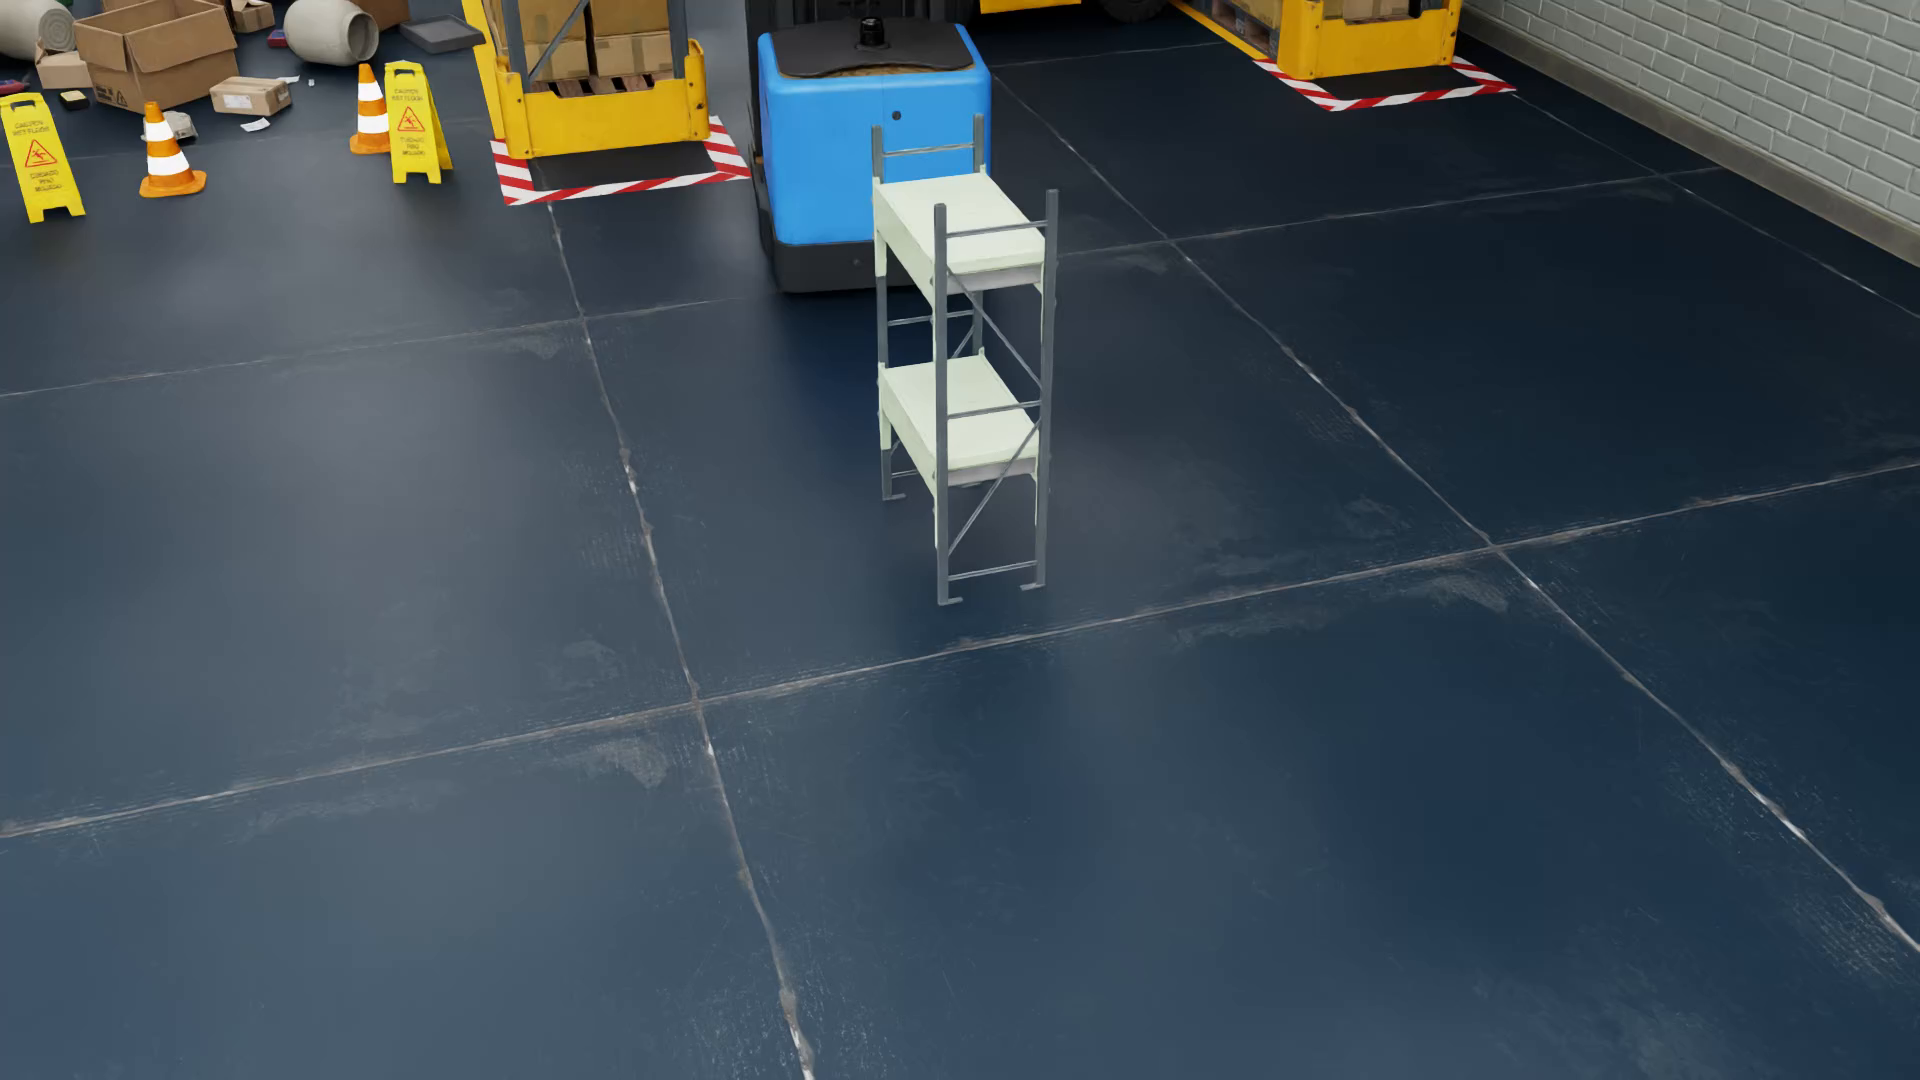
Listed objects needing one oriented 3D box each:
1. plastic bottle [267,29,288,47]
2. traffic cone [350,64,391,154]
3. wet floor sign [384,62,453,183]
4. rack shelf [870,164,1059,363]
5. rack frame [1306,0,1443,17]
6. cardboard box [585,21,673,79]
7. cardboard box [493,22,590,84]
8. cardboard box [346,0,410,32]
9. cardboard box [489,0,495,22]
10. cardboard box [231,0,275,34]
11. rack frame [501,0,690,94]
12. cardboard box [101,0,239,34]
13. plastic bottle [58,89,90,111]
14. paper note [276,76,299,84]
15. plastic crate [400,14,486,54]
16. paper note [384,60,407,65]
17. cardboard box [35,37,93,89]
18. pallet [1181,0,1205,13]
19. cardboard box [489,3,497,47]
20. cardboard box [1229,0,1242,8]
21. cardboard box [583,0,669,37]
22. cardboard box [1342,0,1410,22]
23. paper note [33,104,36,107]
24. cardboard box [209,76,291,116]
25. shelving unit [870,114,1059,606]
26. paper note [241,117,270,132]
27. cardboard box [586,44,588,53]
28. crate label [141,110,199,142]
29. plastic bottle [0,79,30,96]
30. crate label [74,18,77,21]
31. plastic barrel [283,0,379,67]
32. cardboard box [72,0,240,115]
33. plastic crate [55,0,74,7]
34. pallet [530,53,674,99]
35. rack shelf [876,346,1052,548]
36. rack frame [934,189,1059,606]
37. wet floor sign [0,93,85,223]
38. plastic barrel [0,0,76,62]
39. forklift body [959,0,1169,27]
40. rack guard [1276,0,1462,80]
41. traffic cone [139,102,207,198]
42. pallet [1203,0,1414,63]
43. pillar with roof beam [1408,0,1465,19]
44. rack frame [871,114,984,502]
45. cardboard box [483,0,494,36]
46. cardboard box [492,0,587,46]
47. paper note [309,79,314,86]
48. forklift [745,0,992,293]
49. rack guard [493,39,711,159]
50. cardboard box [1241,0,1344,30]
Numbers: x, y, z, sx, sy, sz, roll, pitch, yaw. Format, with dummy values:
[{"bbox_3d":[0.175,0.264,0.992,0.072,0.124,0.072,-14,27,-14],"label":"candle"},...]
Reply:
[{"bbox_3d":[-4.665,-3.460,11.431,0.133,0.061,0.283,-4,34,-6],"label":"plastic bottle"},{"bbox_3d":[-3.412,-2.529,9.658,0.336,0.463,0.334,-10,35,-15],"label":"traffic cone"},{"bbox_3d":[-3.013,-2.317,9.171,0.267,0.644,0.232,1,33,2],"label":"wet floor sign"},{"bbox_3d":[0.002,-0.948,5.616,0.431,0.370,0.720,-10,35,-15],"label":"rack shelf"},{"bbox_3d":[2.674,-4.416,10.211,1.000,3.000,0.127,-10,35,-15],"label":"rack frame"},{"bbox_3d":[-2.035,-3.077,10.299,0.500,0.250,0.500,-10,35,-15],"label":"cardboard box"},{"bbox_3d":[-2.562,-2.999,10.180,0.500,0.250,0.500,-10,35,-15],"label":"cardboard box"},{"bbox_3d":[-4.241,-3.846,11.614,0.500,0.500,0.500,13,36,18],"label":"cardboard box"},{"bbox_3d":[-2.707,-3.570,10.365,0.500,0.500,0.500,-9,34,-13],"label":"cardboard box"},{"bbox_3d":[-5.068,-3.750,11.684,0.396,0.266,0.258,19,38,26],"label":"cardboard box"},{"bbox_3d":[-2.052,-3.579,8.945,1.000,3.000,0.127,-10,35,-15],"label":"rack frame"},{"bbox_3d":[-5.292,-3.580,11.088,0.797,0.637,0.503,-10,35,-15],"label":"cardboard box"},{"bbox_3d":[-5.522,-2.743,10.346,0.133,0.061,0.283,-23,40,-31],"label":"plastic bottle"},{"bbox_3d":[-4.353,-2.968,10.724,0.148,0.019,0.142,1,33,2],"label":"paper note"},{"bbox_3d":[-3.574,-3.499,11.472,0.402,0.080,0.583,-23,40,-31],"label":"plastic crate"},{"bbox_3d":[-3.716,-3.152,10.993,0.142,0.019,0.148,-23,40,-31],"label":"paper note"},{"bbox_3d":[-5.677,-3.060,10.640,0.396,0.266,0.258,-4,34,-6],"label":"cardboard box"},{"bbox_3d":[2.032,-4.286,12.545,1.003,0.211,1.213,-10,35,-15],"label":"pallet"},{"bbox_3d":[-2.706,-3.259,10.575,0.500,0.250,0.500,-10,35,-15],"label":"cardboard box"},{"bbox_3d":[2.087,-3.900,11.544,0.500,0.250,0.500,-10,35,-15],"label":"cardboard box"},{"bbox_3d":[-2.043,-3.402,10.111,0.500,0.500,0.500,-11,35,-16],"label":"cardboard box"},{"bbox_3d":[2.710,-3.734,11.294,0.500,0.250,0.500,-10,35,-15],"label":"cardboard box"},{"bbox_3d":[-5.754,-2.685,10.304,0.032,0.001,0.123,7,34,10],"label":"paper note"},{"bbox_3d":[-4.376,-2.738,10.258,0.380,0.149,0.250,7,34,10],"label":"cardboard box"},{"bbox_3d":[0.002,-0.622,5.831,0.431,1.500,0.755,-10,35,-15],"label":"shelving unit"},{"bbox_3d":[-4.236,-2.502,10.008,0.148,0.019,0.142,-23,40,-31],"label":"paper note"},{"bbox_3d":[-2.184,-3.346,10.706,0.500,0.250,0.500,-9,34,-13],"label":"cardboard box"},{"bbox_3d":[-4.664,-2.431,9.804,0.298,0.136,0.250,27,42,34],"label":"crate label"},{"bbox_3d":[-6.051,-2.862,10.525,0.283,0.061,0.133,-23,40,-31],"label":"plastic bottle"},{"bbox_3d":[-6.226,-3.518,11.449,0.250,0.136,0.298,19,38,26],"label":"crate label"},{"bbox_3d":[-4.124,-3.334,10.911,0.512,0.421,0.421,13,36,18],"label":"plastic barrel"},{"bbox_3d":[-4.999,-3.034,10.385,0.637,0.503,0.797,19,38,26],"label":"cardboard box"},{"bbox_3d":[-6.655,-3.773,11.738,0.450,0.188,0.662,-2,32,16],"label":"plastic crate"},{"bbox_3d":[-2.290,-2.888,10.429,1.003,0.211,1.213,-10,35,-15],"label":"pallet"},{"bbox_3d":[0.002,-0.350,6.011,0.431,0.370,0.720,-10,35,-15],"label":"rack shelf"},{"bbox_3d":[0.114,-0.430,5.540,0.400,1.500,0.023,-10,35,-15],"label":"rack frame"},{"bbox_3d":[-4.841,-2.029,8.735,0.267,0.644,0.232,-16,37,-23],"label":"wet floor sign"},{"bbox_3d":[-6.149,-3.381,10.983,0.512,0.421,0.421,13,36,18],"label":"plastic barrel"},{"bbox_3d":[0.358,-4.750,11.488,2.313,2.155,1.214,-10,35,-15],"label":"forklift body"},{"bbox_3d":[2.681,-3.360,10.881,1.175,0.500,0.348,-10,35,-15],"label":"rack guard"},{"bbox_3d":[-4.365,-2.164,9.105,0.336,0.463,0.334,-10,35,-15],"label":"traffic cone"},{"bbox_3d":[2.401,-3.647,11.577,1.003,0.211,1.213,-10,35,-15],"label":"pallet"},{"bbox_3d":[-0.780,-6.712,8.244,9.100,9.000,0.400,-10,35,-15],"label":"pillar with roof beam"},{"bbox_3d":[-0.110,-0.814,6.122,0.400,1.500,0.023,-10,35,-15],"label":"rack frame"},{"bbox_3d":[-2.871,-3.533,10.989,0.500,0.250,0.500,-11,35,-16],"label":"cardboard box"},{"bbox_3d":[-2.545,-3.297,9.951,0.500,0.500,0.500,-10,35,-14],"label":"cardboard box"},{"bbox_3d":[-4.171,-2.942,10.693,0.032,0.001,0.123,-10,35,-15],"label":"paper note"},{"bbox_3d":[-0.587,-3.198,8.431,1.130,2.935,3.031,-5,34,-8],"label":"forklift"},{"bbox_3d":[-2.076,-2.576,9.695,1.175,0.500,0.348,-10,35,-15],"label":"rack guard"},{"bbox_3d":[2.229,-3.637,11.147,0.500,0.250,0.500,-10,35,-14],"label":"cardboard box"}]
